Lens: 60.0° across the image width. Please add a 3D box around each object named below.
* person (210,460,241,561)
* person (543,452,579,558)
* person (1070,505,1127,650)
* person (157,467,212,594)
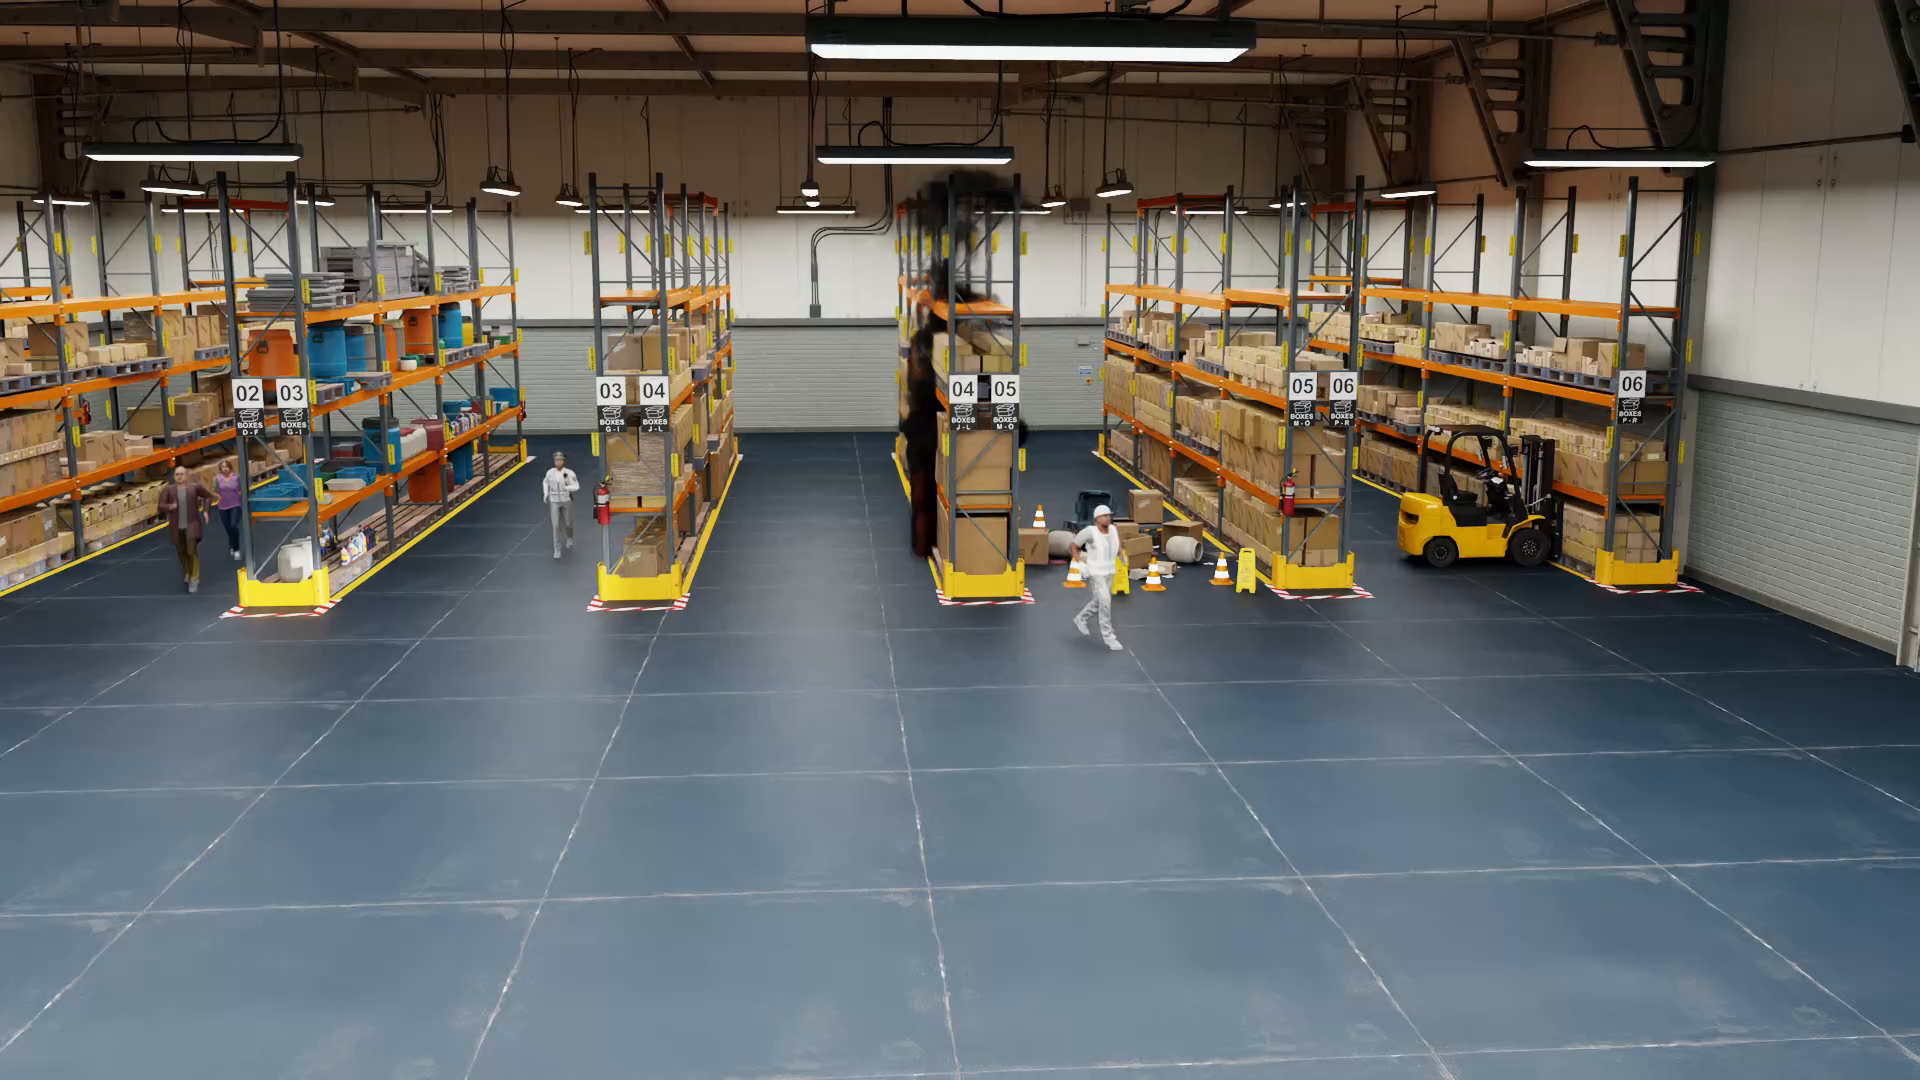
[{"bbox_3d":[-11.826,-0.483,26.910,0.526,1.641,0.707,-2,10,-11],"label":"person"},{"bbox_3d":[-6.517,-0.613,27.177,0.611,1.682,0.940,-1,10,-7],"label":"person"},{"bbox_3d":[1.771,0.435,21.097,0.683,1.793,0.935,-9,13,-41],"label":"person"},{"bbox_3d":[-11.417,-0.168,24.523,0.677,1.846,0.865,-2,10,-12],"label":"person"}]
